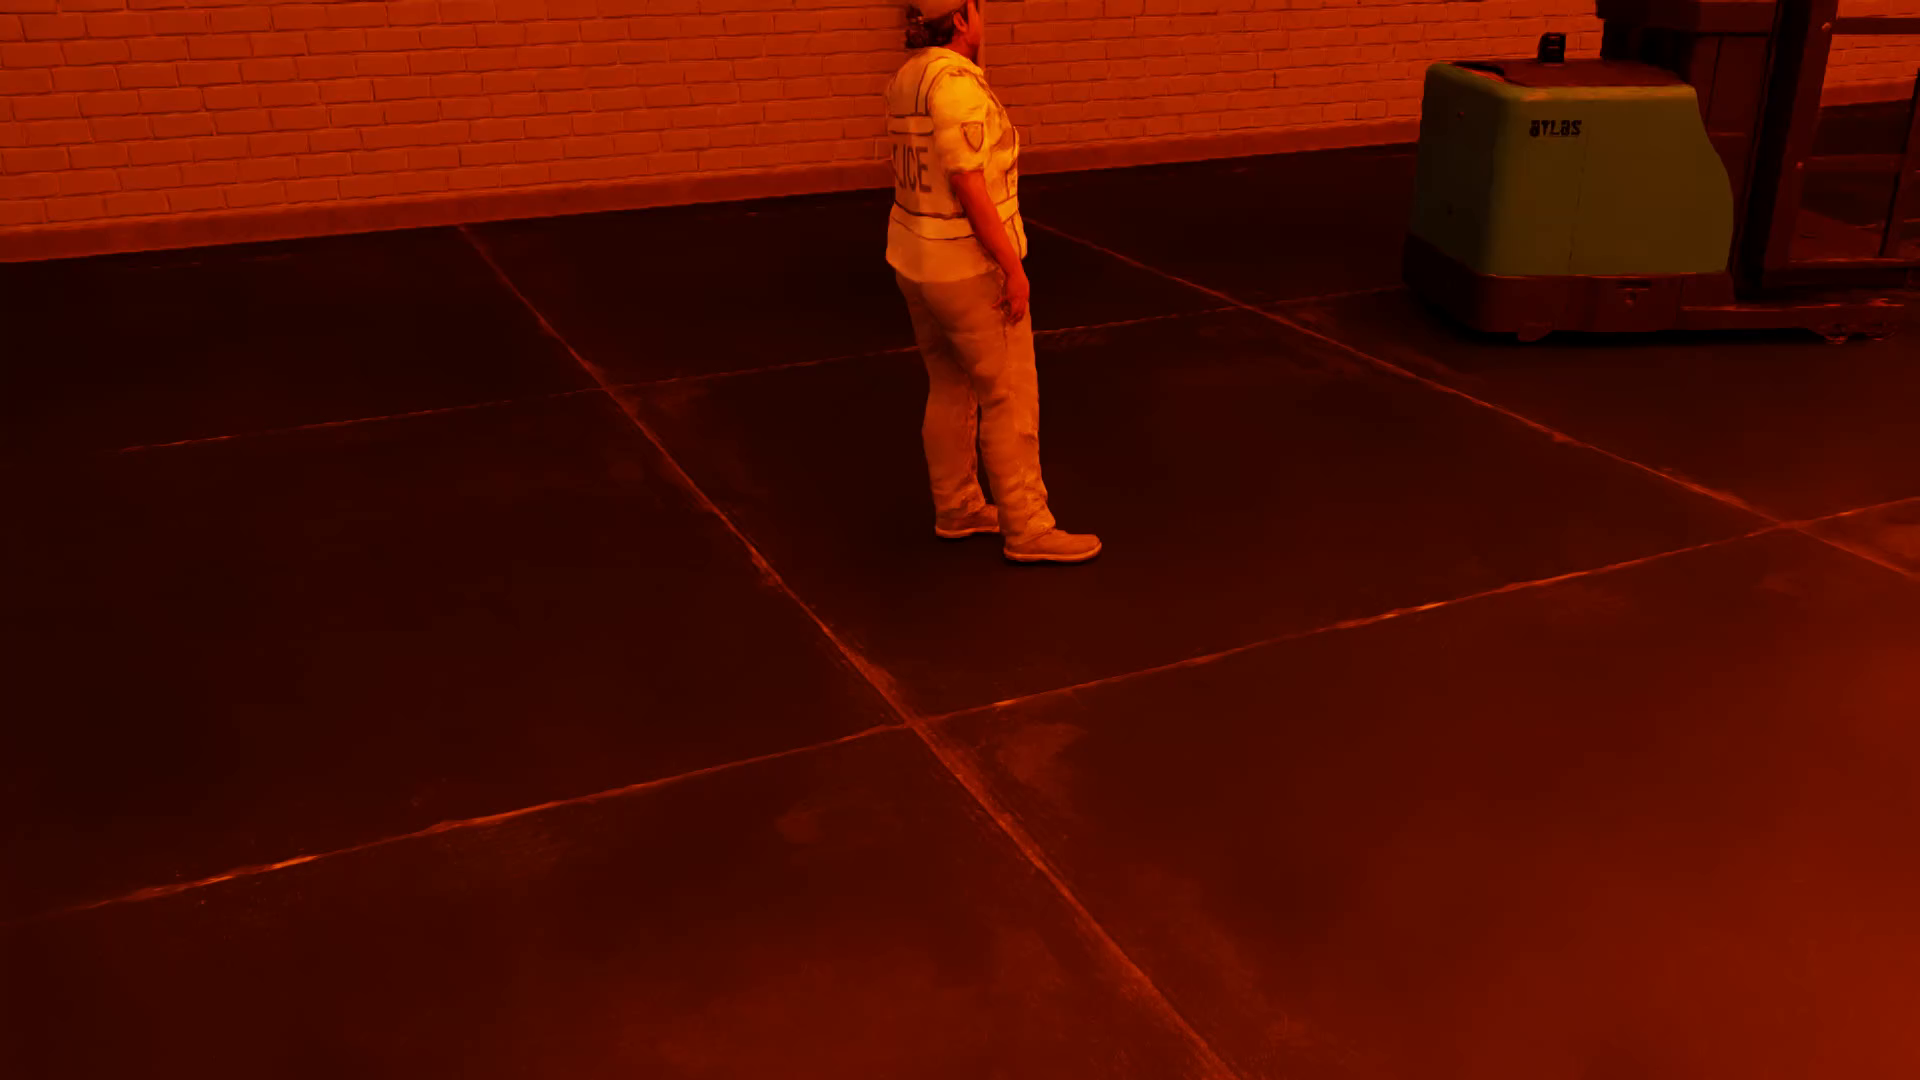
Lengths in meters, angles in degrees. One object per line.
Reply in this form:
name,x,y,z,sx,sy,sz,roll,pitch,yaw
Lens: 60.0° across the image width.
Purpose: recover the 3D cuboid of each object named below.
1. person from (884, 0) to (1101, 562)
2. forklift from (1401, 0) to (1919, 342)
person,0.079,-0.781,4.795,0.529,1.669,0.598,-10,25,-23
forklift,3.642,-2.412,7.092,3.031,2.935,1.130,-2,23,-5
